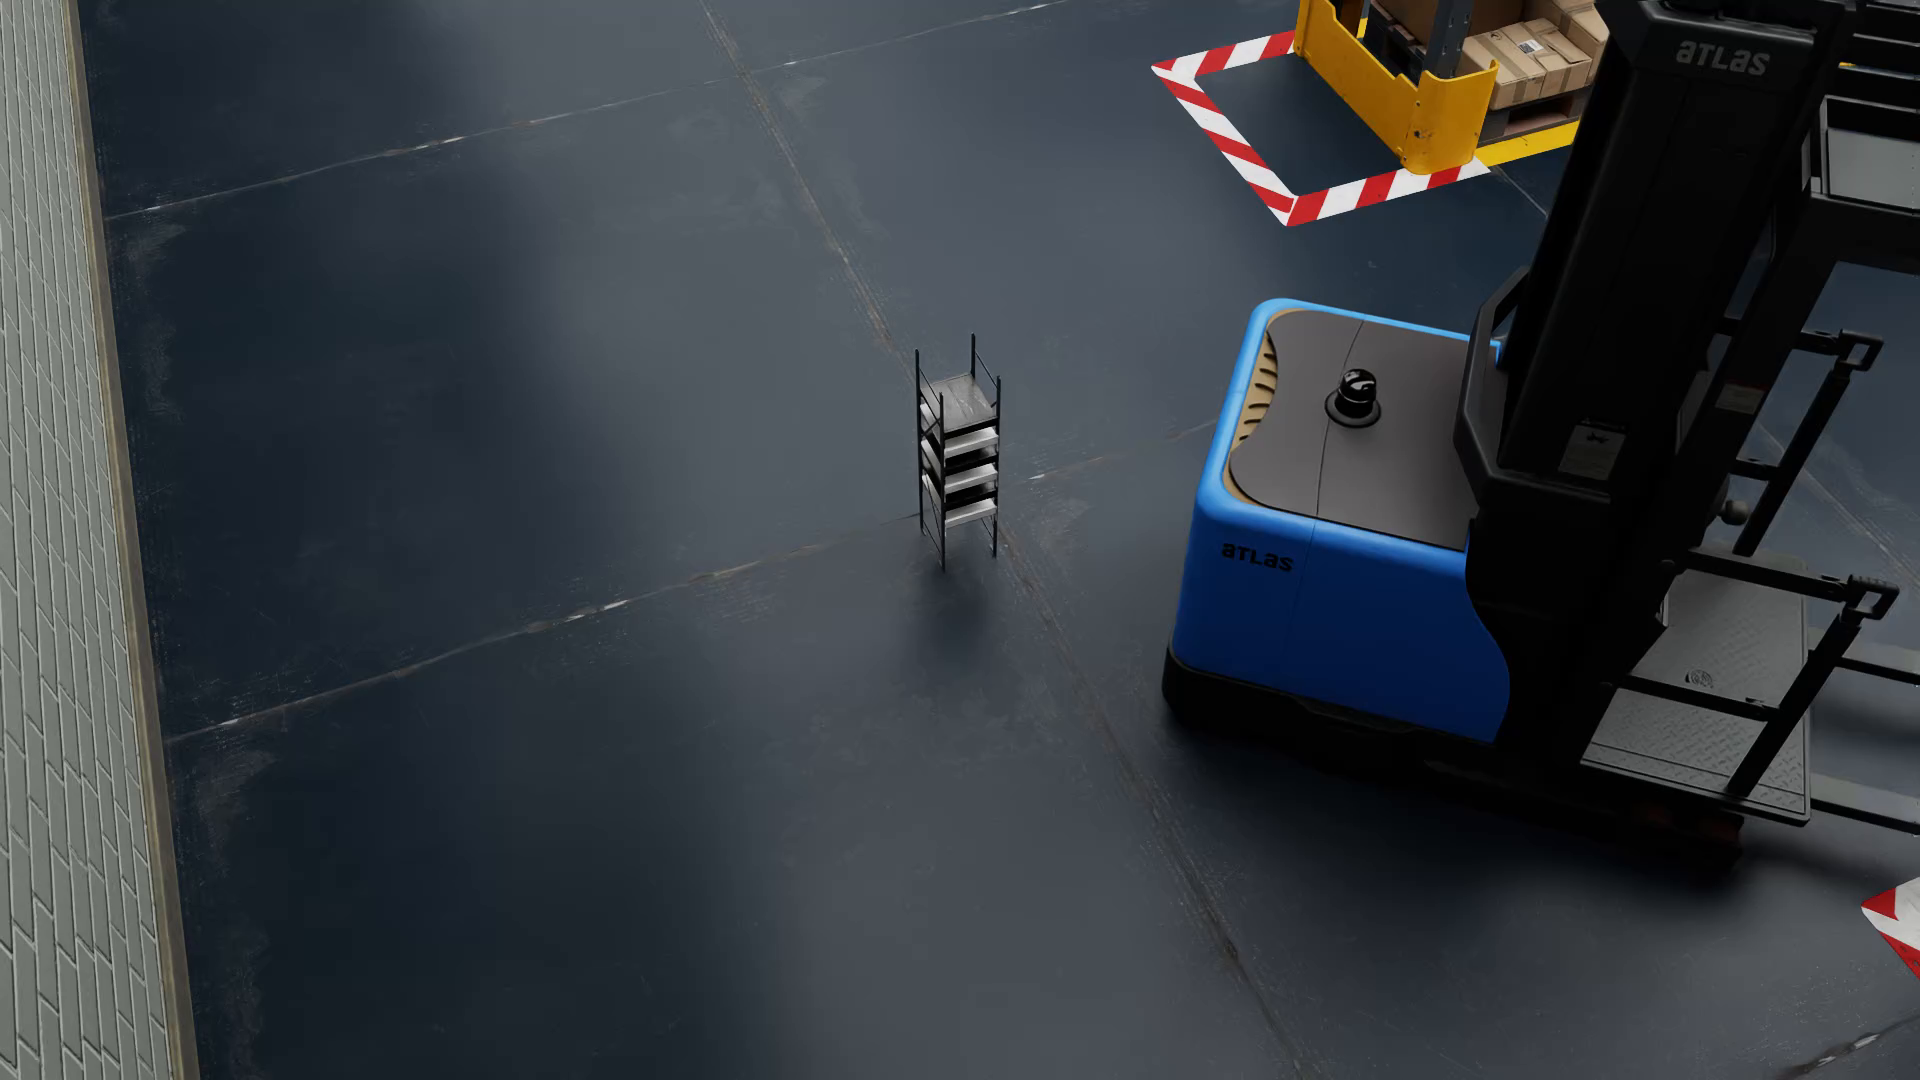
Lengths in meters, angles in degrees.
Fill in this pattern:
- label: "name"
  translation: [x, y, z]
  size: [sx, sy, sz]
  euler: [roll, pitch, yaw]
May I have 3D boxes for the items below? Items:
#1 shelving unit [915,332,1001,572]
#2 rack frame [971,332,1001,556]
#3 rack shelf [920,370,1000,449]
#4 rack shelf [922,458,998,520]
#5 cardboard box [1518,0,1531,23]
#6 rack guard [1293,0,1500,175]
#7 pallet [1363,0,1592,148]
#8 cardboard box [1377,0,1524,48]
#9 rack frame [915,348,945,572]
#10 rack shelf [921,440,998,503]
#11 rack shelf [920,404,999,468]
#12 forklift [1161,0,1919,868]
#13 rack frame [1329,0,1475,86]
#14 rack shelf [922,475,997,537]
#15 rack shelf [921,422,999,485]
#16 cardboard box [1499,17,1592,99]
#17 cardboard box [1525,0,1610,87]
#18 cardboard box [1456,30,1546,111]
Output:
- label: "shelving unit"
  translation: [-0.008, -0.291, 5.833]
  size: [0.210, 0.900, 0.258]
  euler: [-17, 52, -14]
- label: "rack frame"
  translation: [0.087, -0.320, 5.858]
  size: [0.006, 0.900, 0.240]
  euler: [-17, 52, -14]
- label: "rack shelf"
  translation: [-0.008, -0.445, 5.654]
  size: [0.200, 0.077, 0.258]
  euler: [-17, 52, -14]
- label: "rack shelf"
  translation: [-0.008, -0.211, 5.927]
  size: [0.200, 0.077, 0.258]
  euler: [-17, 52, -14]
- label: "cardboard box"
  translation: [2.765, -2.671, 8.070]
  size: [0.250, 0.166, 0.380]
  euler: [-17, 52, -14]
- label: "rack guard"
  translation: [2.016, -2.276, 7.802]
  size: [0.348, 0.500, 1.175]
  euler: [-17, 52, -14]
- label: "pallet"
  translation: [2.754, -2.411, 8.108]
  size: [1.213, 0.211, 1.003]
  euler: [-17, 52, -14]
- label: "cardboard box"
  translation: [2.356, -2.726, 7.898]
  size: [0.500, 0.500, 0.500]
  euler: [-17, 52, -14]
- label: "rack frame"
  translation: [-0.102, -0.262, 5.808]
  size: [0.006, 0.900, 0.240]
  euler: [-17, 52, -14]
- label: "rack shelf"
  translation: [-0.008, -0.269, 5.858]
  size: [0.200, 0.077, 0.258]
  euler: [-17, 52, -14]
- label: "rack shelf"
  translation: [-0.008, -0.386, 5.722]
  size: [0.200, 0.077, 0.258]
  euler: [-17, 52, -14]
- label: "forklift"
  translation: [2.259, -0.377, 4.569]
  size: [3.031, 2.935, 1.130]
  euler: [14, 51, 11]
- label: "rack frame"
  translation: [1.945, -3.068, 6.834]
  size: [0.127, 3.000, 1.000]
  euler: [-17, 52, -14]
- label: "rack shelf"
  translation: [-0.008, -0.152, 5.995]
  size: [0.200, 0.077, 0.258]
  euler: [-17, 52, -14]
- label: "rack shelf"
  translation: [-0.008, -0.328, 5.790]
  size: [0.200, 0.077, 0.258]
  euler: [-17, 52, -14]
- label: "cardboard box"
  translation: [2.694, -2.239, 7.700]
  size: [0.250, 0.166, 0.380]
  euler: [-17, 52, -14]
- label: "cardboard box"
  translation: [3.019, -2.416, 7.797]
  size: [0.500, 0.250, 0.500]
  euler: [-17, 52, -14]
- label: "cardboard box"
  translation: [2.463, -2.162, 7.645]
  size: [0.250, 0.149, 0.380]
  euler: [-17, 52, -14]
